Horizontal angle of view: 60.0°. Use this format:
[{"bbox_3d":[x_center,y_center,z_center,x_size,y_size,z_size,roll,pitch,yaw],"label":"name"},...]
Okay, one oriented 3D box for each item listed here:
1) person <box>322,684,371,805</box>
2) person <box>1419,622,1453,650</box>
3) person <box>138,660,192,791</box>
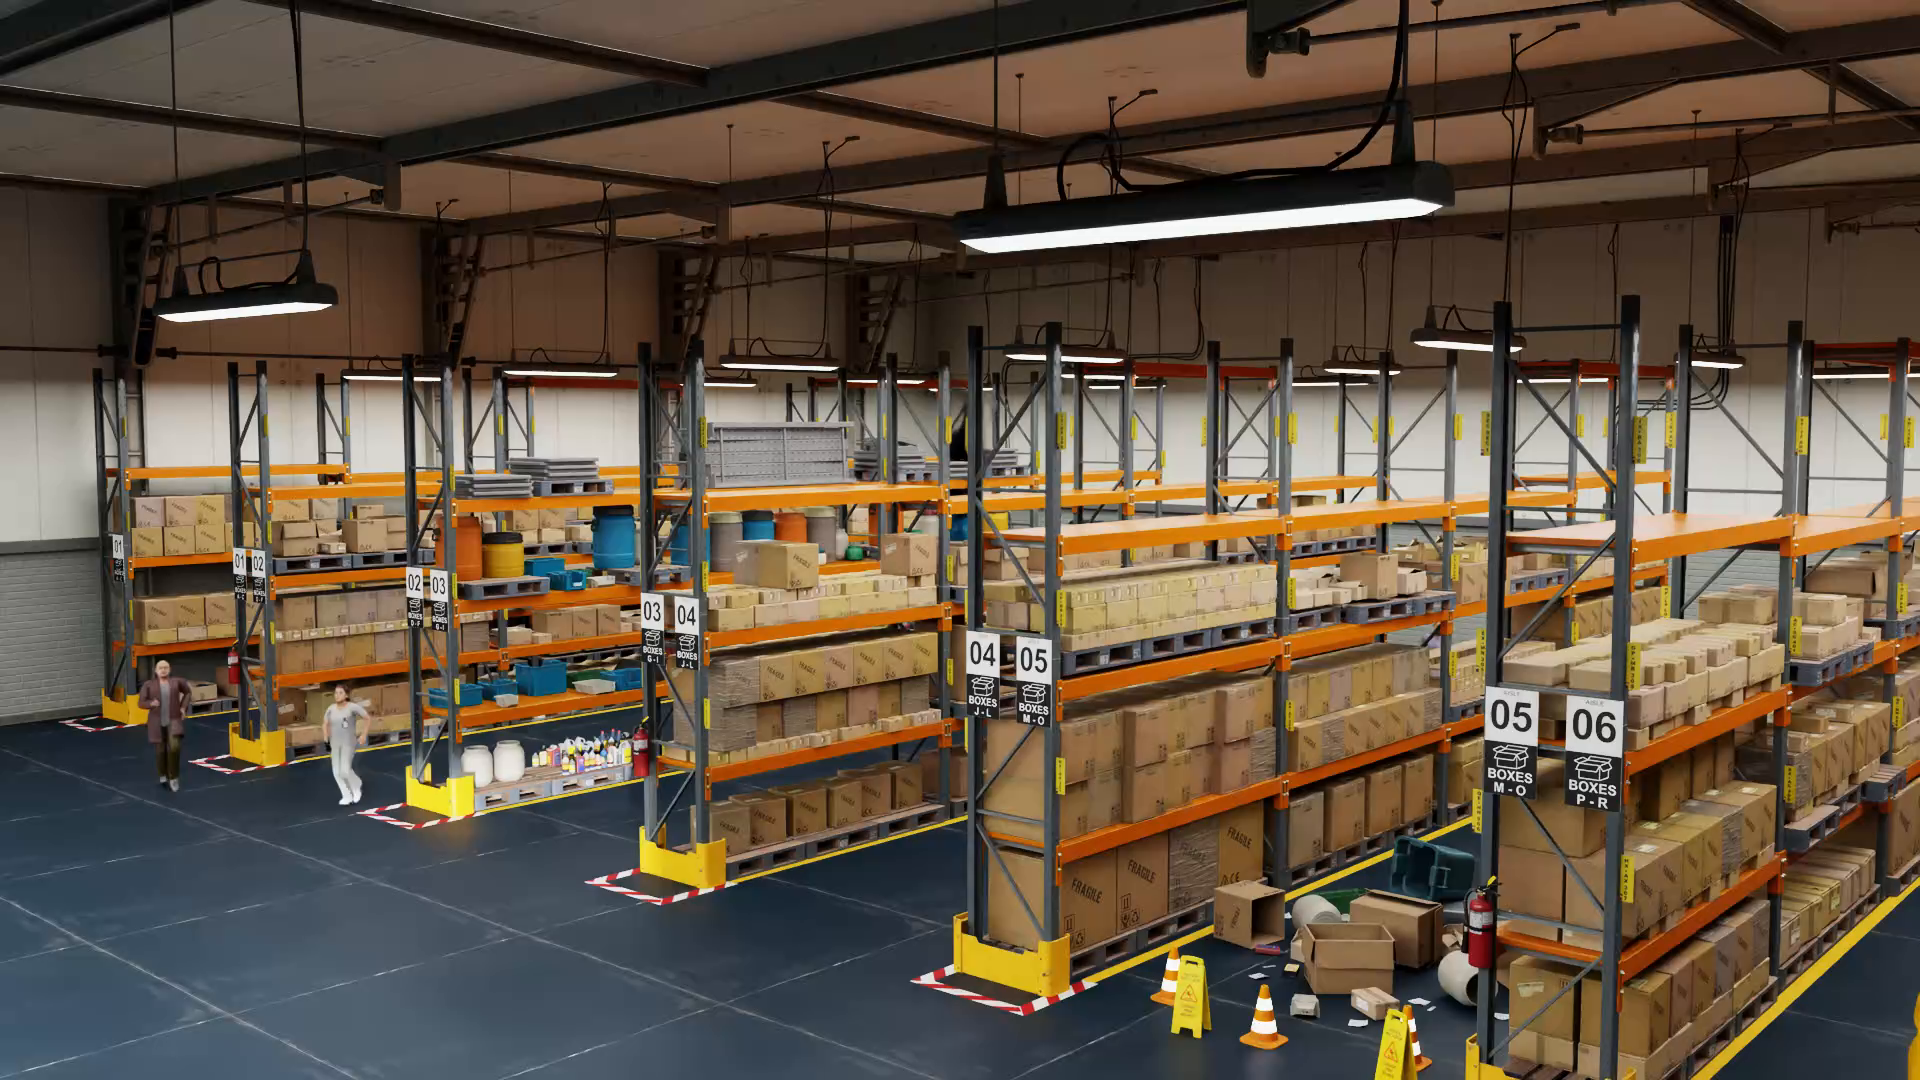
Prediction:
[{"bbox_3d":[-8.161,2.719,22.014,0.601,1.624,0.567,0,4,5],"label":"person"},{"bbox_3d":[8.396,2.217,29.304,0.618,1.605,0.498,1,4,18],"label":"person"},{"bbox_3d":[-11.039,2.587,23.115,0.683,1.829,0.768,-2,5,-25],"label":"person"}]
